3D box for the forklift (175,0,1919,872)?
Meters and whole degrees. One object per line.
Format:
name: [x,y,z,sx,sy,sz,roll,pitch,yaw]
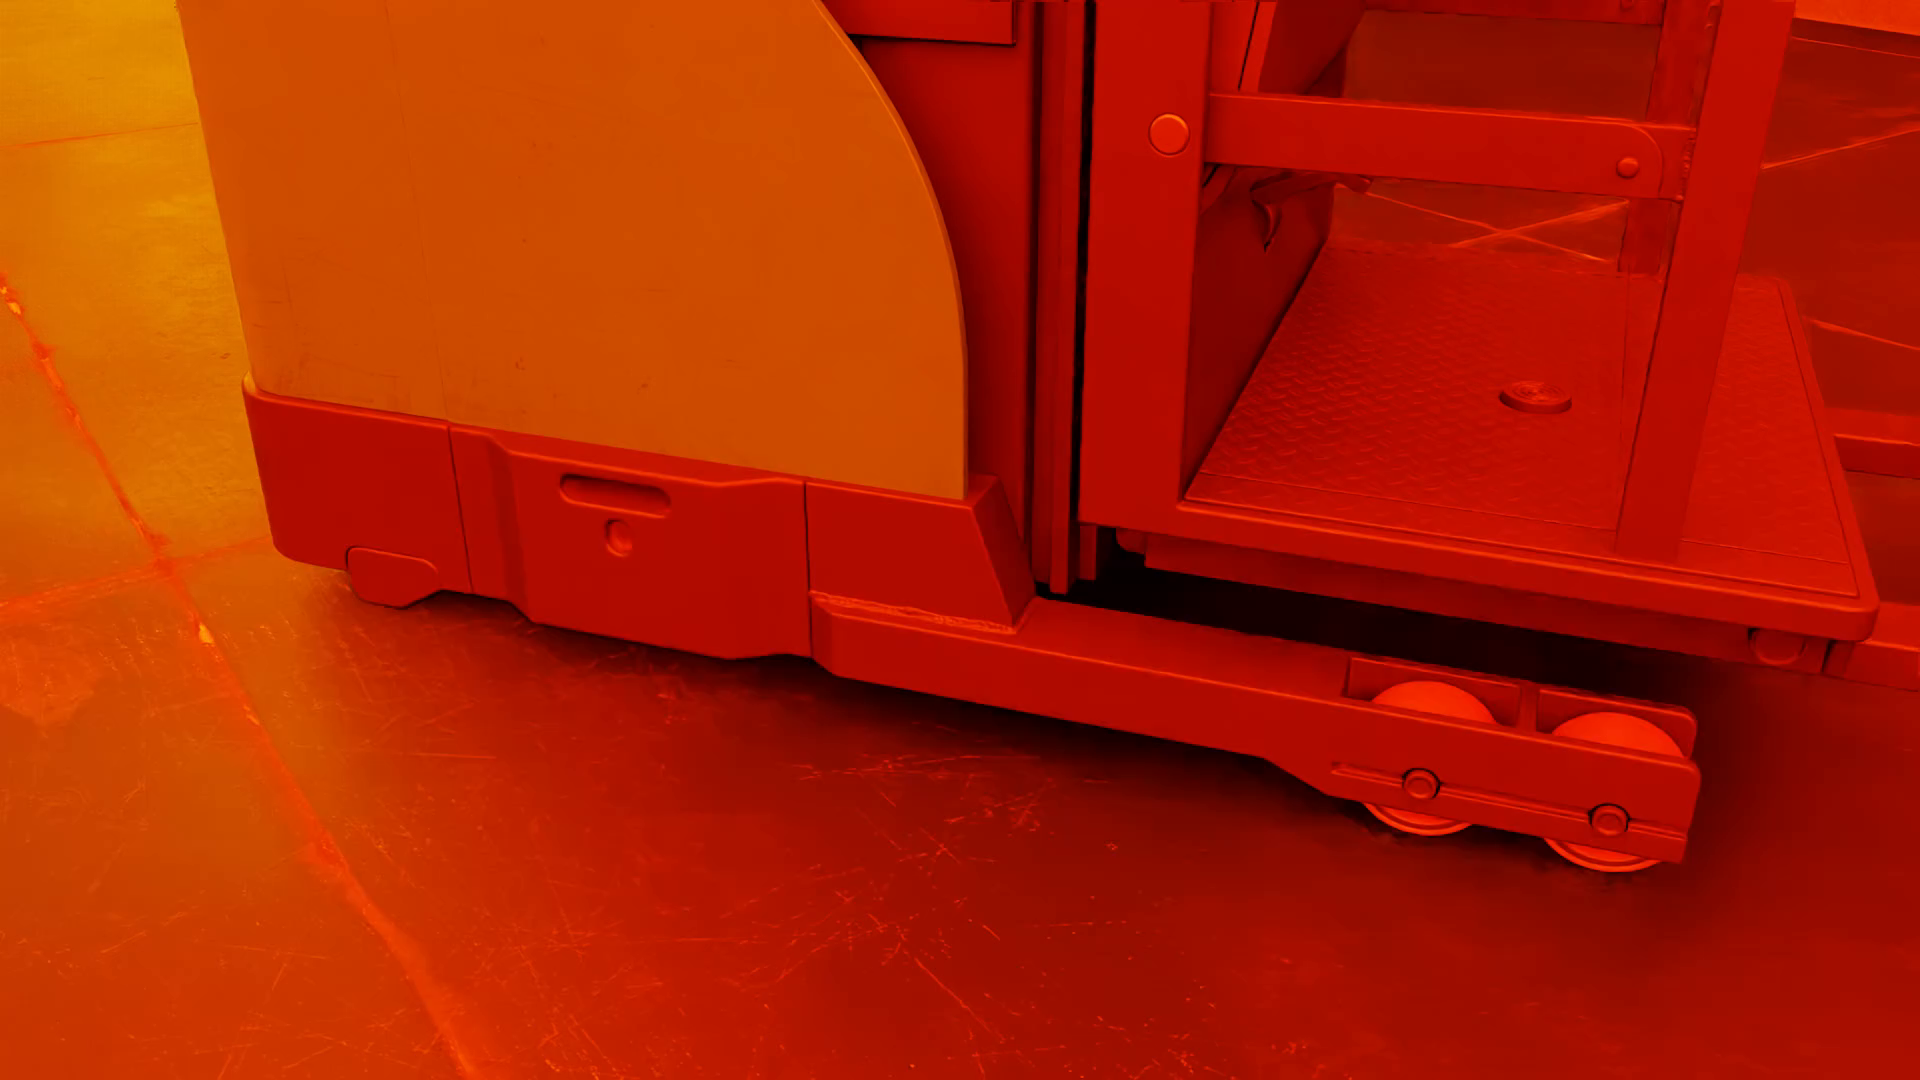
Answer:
forklift: [0.603,-1.223,1.669,3.031,2.935,1.130,9,28,18]
